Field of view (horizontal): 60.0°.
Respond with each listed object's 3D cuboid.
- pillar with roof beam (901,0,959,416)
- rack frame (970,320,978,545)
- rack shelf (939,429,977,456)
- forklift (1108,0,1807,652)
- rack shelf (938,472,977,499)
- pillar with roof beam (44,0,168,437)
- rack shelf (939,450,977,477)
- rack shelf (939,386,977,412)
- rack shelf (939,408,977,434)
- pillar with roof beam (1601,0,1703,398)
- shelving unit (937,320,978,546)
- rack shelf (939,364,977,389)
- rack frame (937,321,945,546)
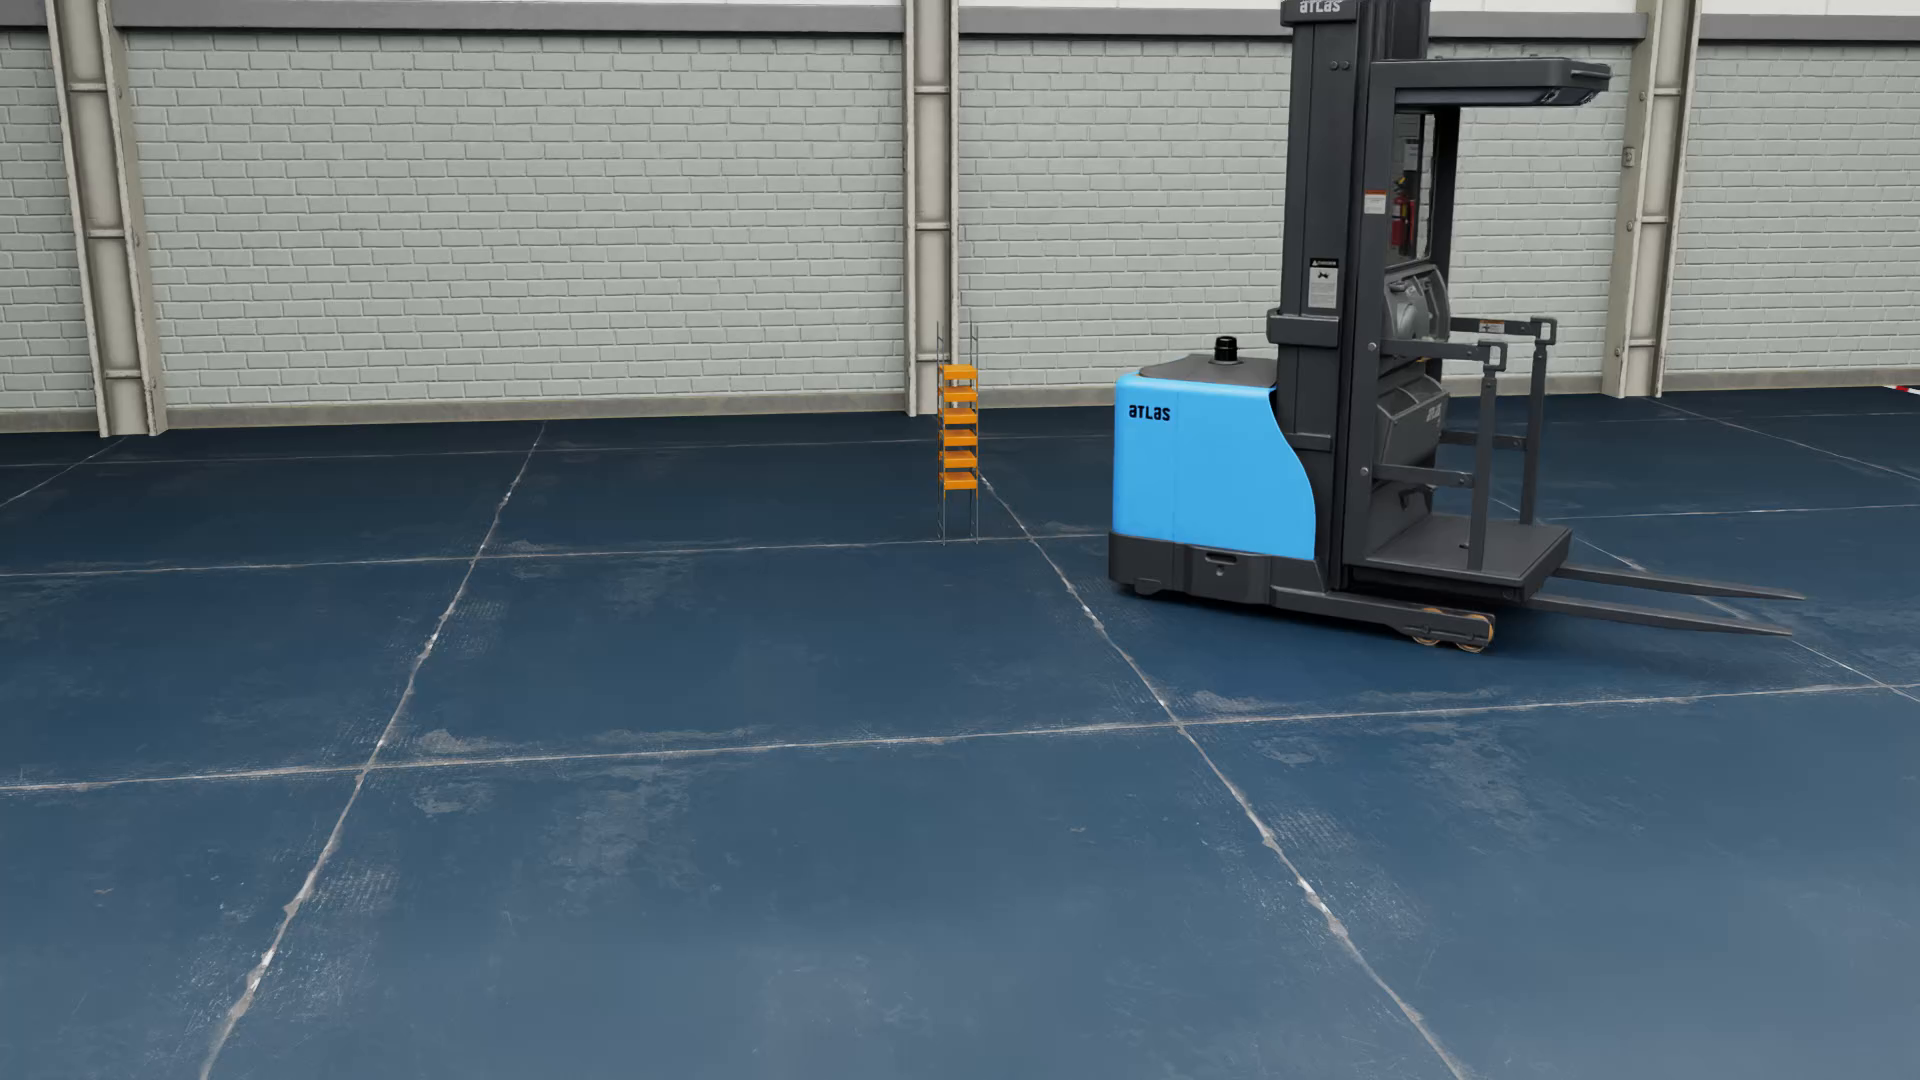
[{"bbox_3d":[0.413,-4.348,8.061,0.400,9.000,9.100,-2,14,-8],"label":"pillar with roof beam"},{"bbox_3d":[0.076,-0.585,9.087,0.006,1.200,0.240,-2,14,-8],"label":"rack frame"},{"bbox_3d":[-0.014,-0.538,9.085,0.180,0.103,0.258,-2,14,-8],"label":"rack shelf"},{"bbox_3d":[2.260,-1.078,7.497,3.031,2.935,1.130,8,16,30],"label":"forklift"},{"bbox_3d":[-0.014,-0.306,9.143,0.180,0.103,0.258,-2,14,-8],"label":"rack shelf"},{"bbox_3d":[-5.520,-4.131,7.194,0.400,9.000,9.100,-2,14,-8],"label":"pillar with roof beam"},{"bbox_3d":[-0.014,-0.422,9.114,0.180,0.103,0.258,-2,14,-8],"label":"rack shelf"},{"bbox_3d":[-0.014,-0.771,9.026,0.180,0.103,0.258,-2,14,-8],"label":"rack shelf"},{"bbox_3d":[-0.014,-0.655,9.055,0.180,0.103,0.258,-2,14,-8],"label":"rack shelf"},{"bbox_3d":[6.346,-4.566,8.928,0.400,9.000,9.100,-2,14,-8],"label":"pillar with roof beam"},{"bbox_3d":[-0.014,-0.581,9.074,0.189,1.200,0.258,-2,14,-8],"label":"shelving unit"},{"bbox_3d":[-0.014,-0.888,8.997,0.180,0.103,0.258,-2,14,-8],"label":"rack shelf"},{"bbox_3d":[-0.105,-0.578,9.061,0.006,1.200,0.240,-2,14,-8],"label":"rack frame"}]
